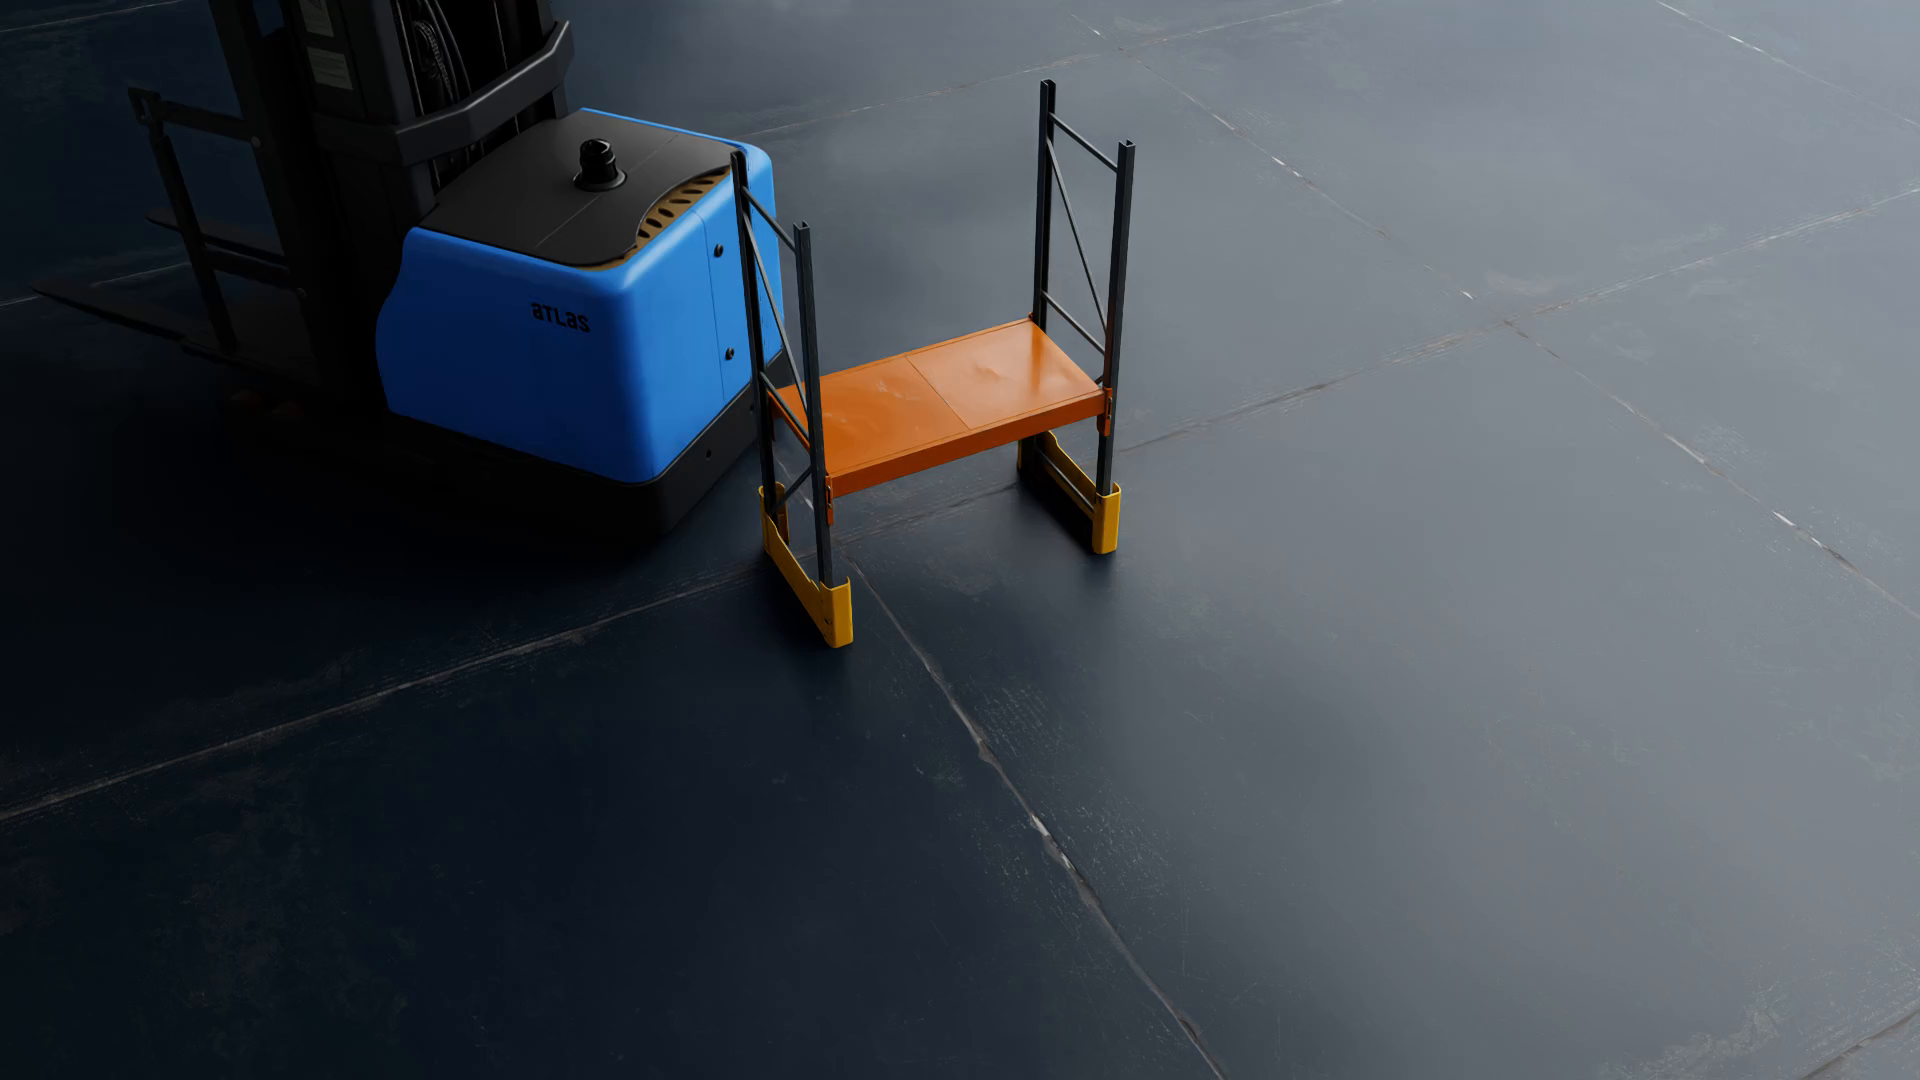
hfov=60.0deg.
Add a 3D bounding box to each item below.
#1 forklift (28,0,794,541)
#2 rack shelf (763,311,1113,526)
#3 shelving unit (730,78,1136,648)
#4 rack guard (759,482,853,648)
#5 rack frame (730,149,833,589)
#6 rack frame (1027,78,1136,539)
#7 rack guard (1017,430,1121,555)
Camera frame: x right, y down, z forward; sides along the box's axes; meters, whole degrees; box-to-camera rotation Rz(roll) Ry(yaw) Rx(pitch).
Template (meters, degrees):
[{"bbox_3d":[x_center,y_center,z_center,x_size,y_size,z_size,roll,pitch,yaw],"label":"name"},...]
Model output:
[{"bbox_3d":[-2.188,-1.752,5.551,3.031,2.935,1.130,16,43,19],"label":"forklift"},{"bbox_3d":[-0.076,-0.410,5.352,1.000,0.185,0.538,-19,44,-21],"label":"rack shelf"},{"bbox_3d":[-0.068,-0.550,5.239,1.083,1.500,0.587,-19,44,-21],"label":"shelving unit"},{"bbox_3d":[-0.509,0.076,5.467,0.087,0.250,0.587,-19,44,-21],"label":"rack guard"},{"bbox_3d":[-0.527,-0.395,5.056,0.032,1.500,0.500,-19,44,-21],"label":"rack frame"},{"bbox_3d":[0.375,-0.699,5.415,0.032,1.500,0.500,-19,44,-21],"label":"rack frame"},{"bbox_3d":[0.374,-0.221,5.818,0.087,0.250,0.587,-19,44,-21],"label":"rack guard"}]
